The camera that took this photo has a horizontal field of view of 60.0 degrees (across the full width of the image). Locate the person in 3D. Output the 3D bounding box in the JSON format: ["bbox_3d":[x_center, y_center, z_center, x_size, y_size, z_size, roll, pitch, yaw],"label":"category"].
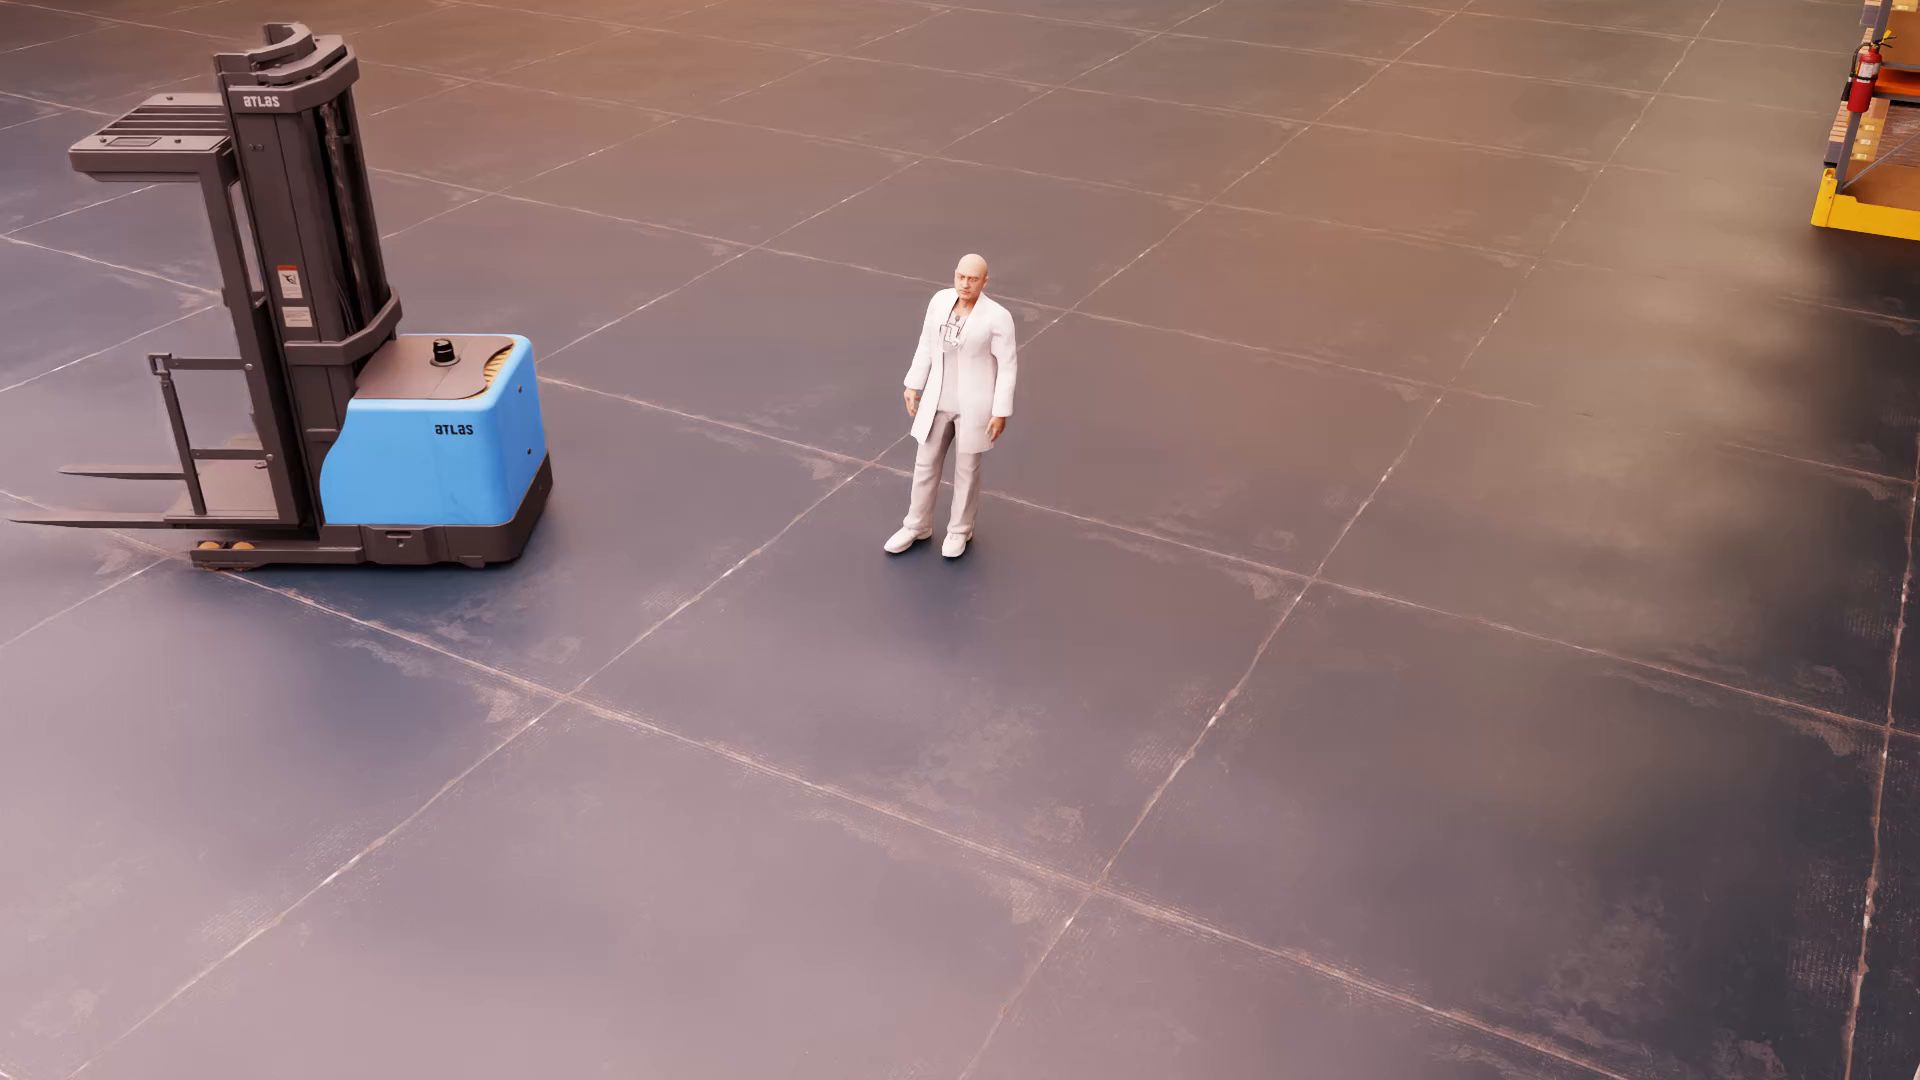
[{"bbox_3d":[-0.048,-0.737,9.487,0.698,1.777,0.578,15,33,25],"label":"person"}]

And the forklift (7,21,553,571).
[{"bbox_3d":[-4.080,-1.352,9.413,3.031,2.935,1.130,0,30,1],"label":"forklift"}]
